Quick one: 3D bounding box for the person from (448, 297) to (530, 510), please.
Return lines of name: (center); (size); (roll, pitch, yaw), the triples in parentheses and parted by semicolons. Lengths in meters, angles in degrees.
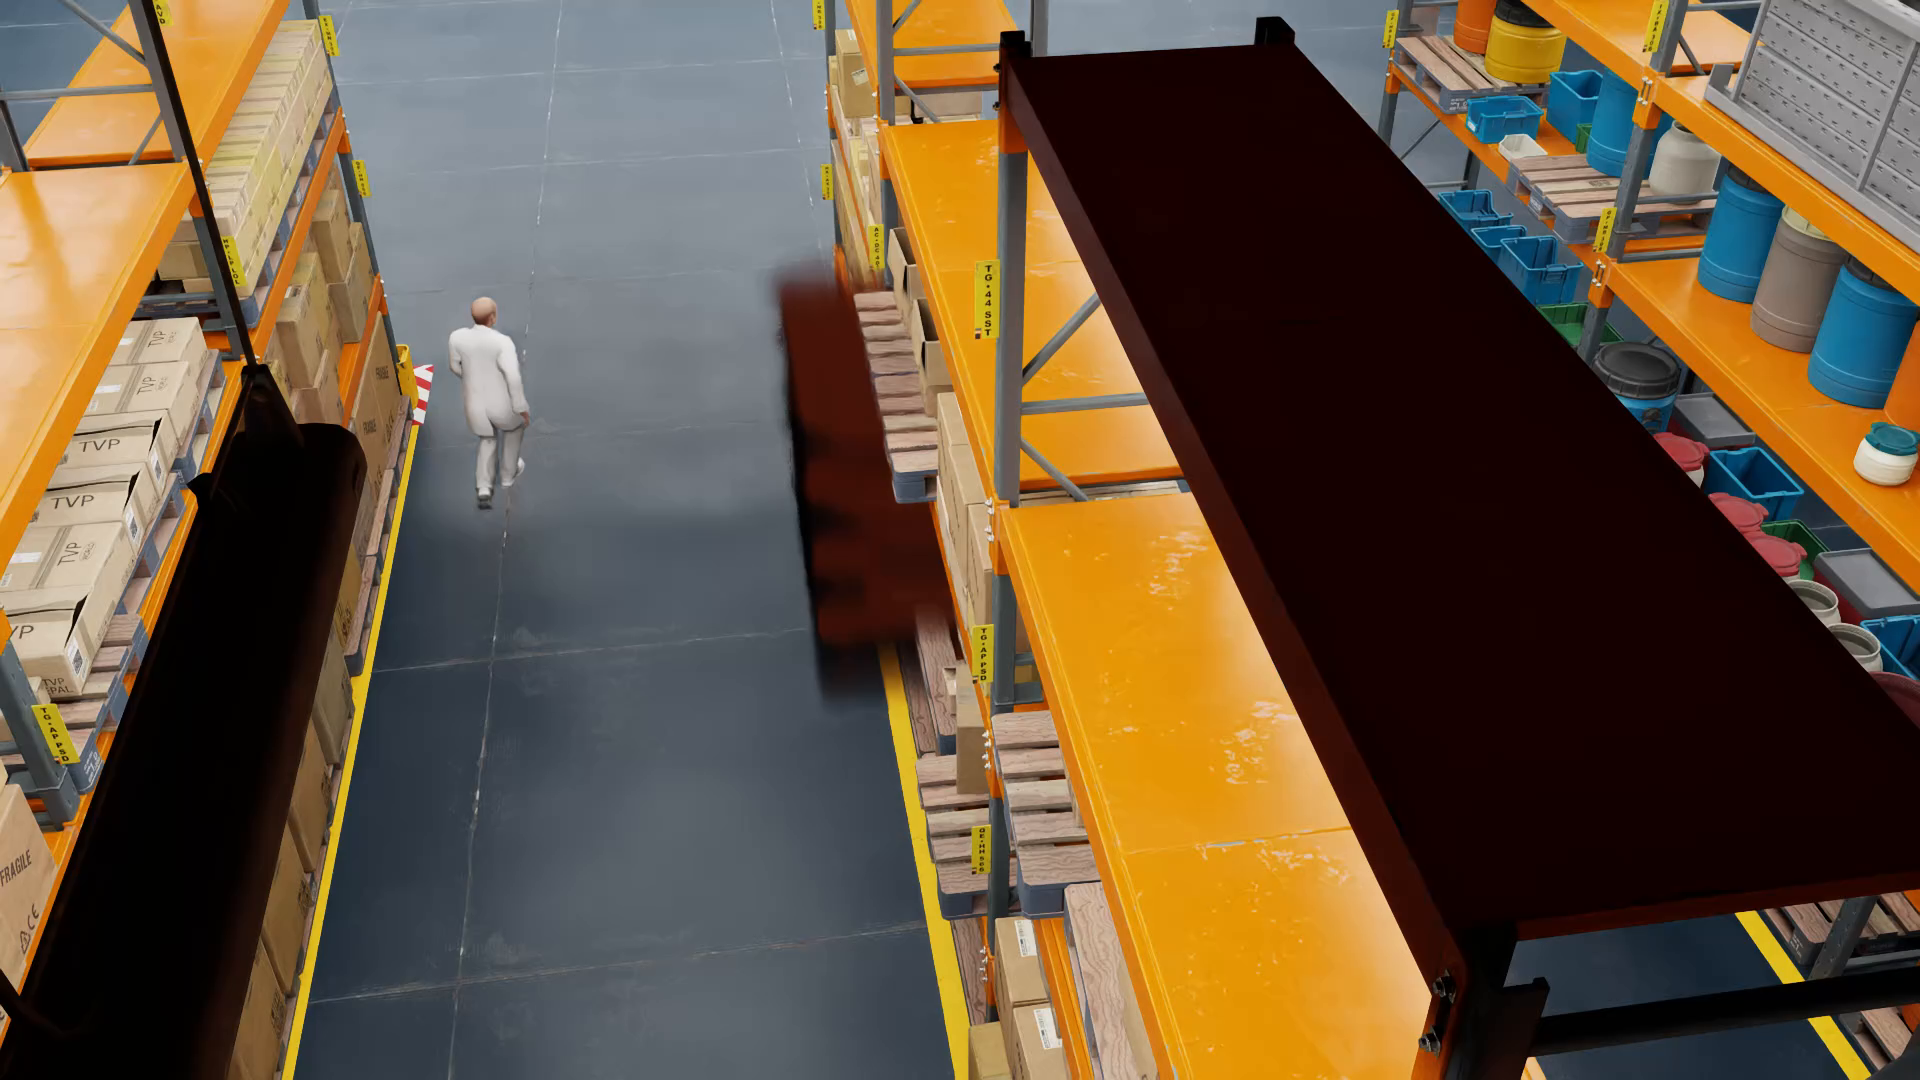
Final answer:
person: (-3.654, -1.064, 13.036); (0.620, 1.761, 0.800); (3, 36, 4)
